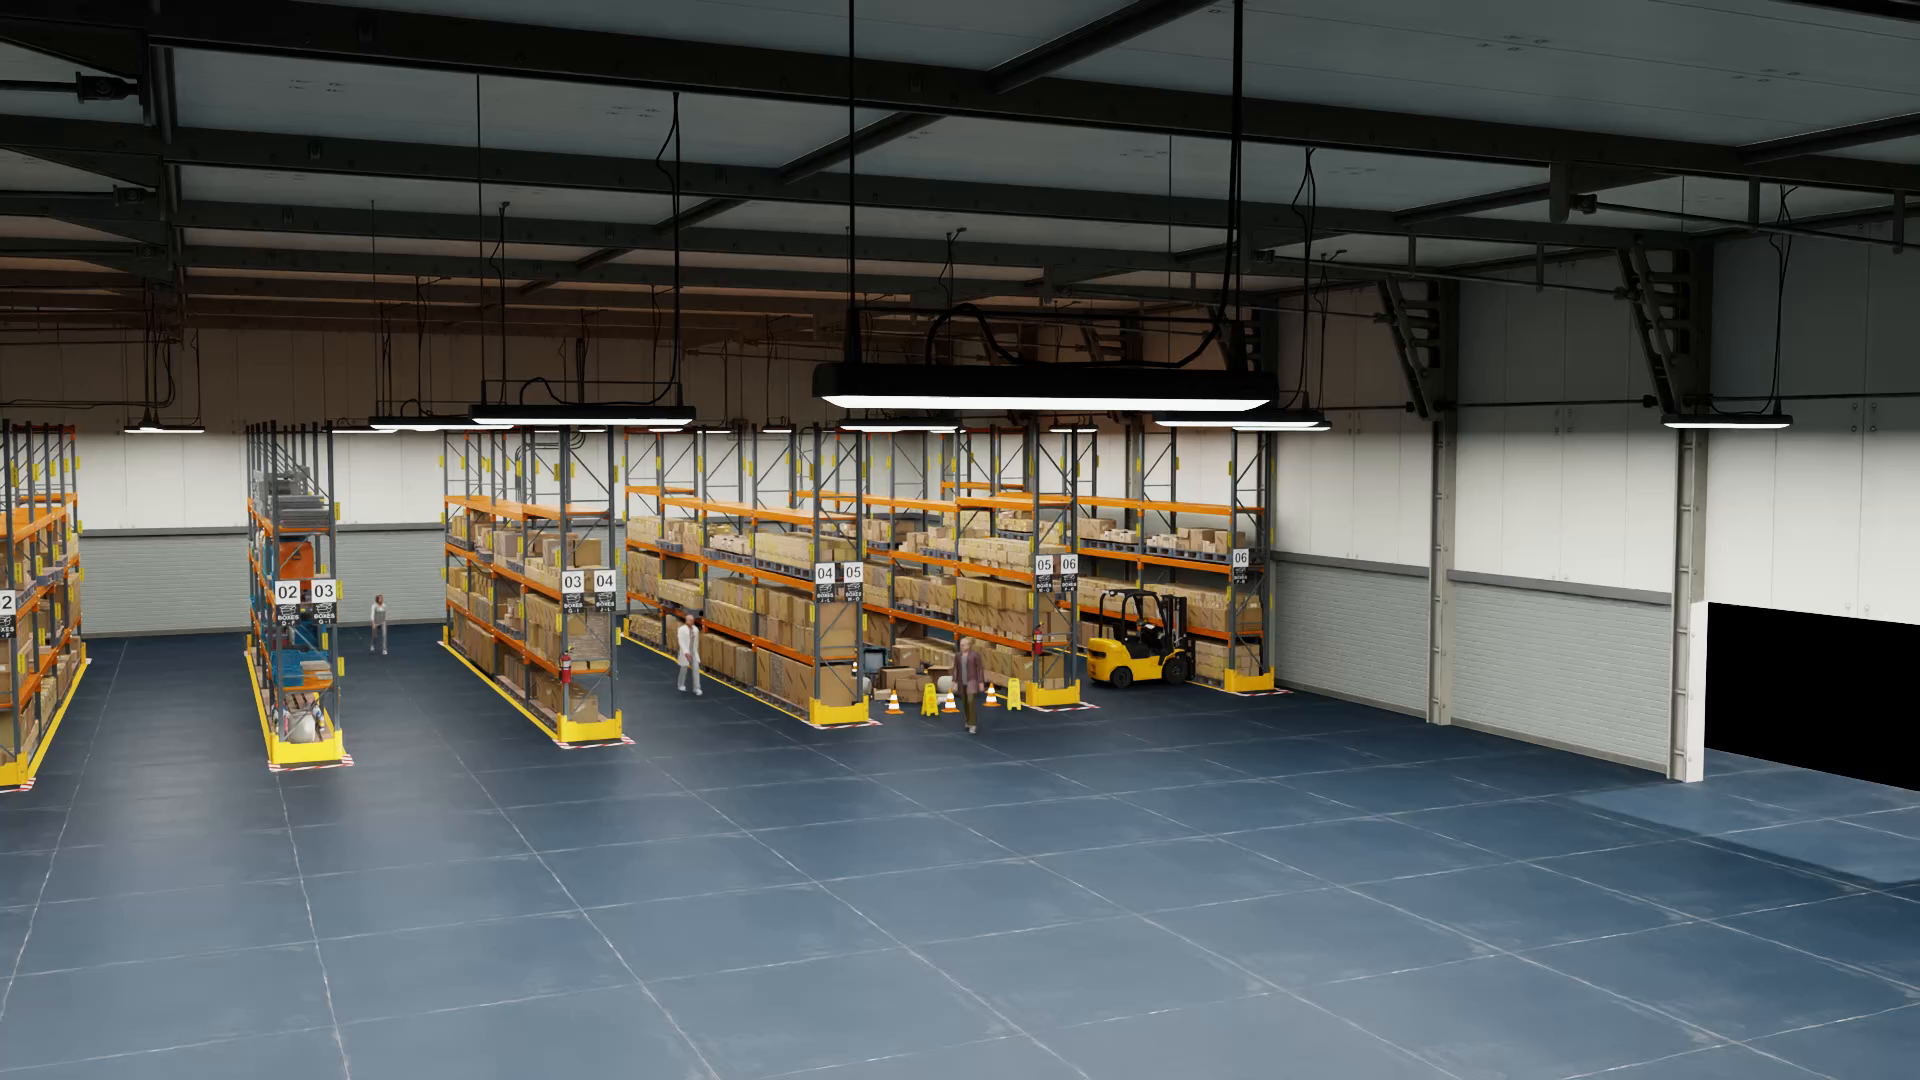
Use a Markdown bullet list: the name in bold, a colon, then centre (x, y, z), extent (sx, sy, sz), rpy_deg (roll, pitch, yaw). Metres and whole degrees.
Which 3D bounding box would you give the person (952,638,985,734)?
- **person**: centre (0.139, 2.823, 32.373), extent (0.670, 1.807, 0.686), rpy_deg (2, 4, 33)

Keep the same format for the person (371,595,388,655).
- **person**: centre (-15.245, 2.217, 43.587), extent (0.405, 1.525, 0.868), rpy_deg (-2, 4, -33)

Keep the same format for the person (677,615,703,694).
- **person**: centre (-6.007, 2.586, 37.026), extent (0.564, 1.621, 1.038), rpy_deg (-3, 4, -36)
